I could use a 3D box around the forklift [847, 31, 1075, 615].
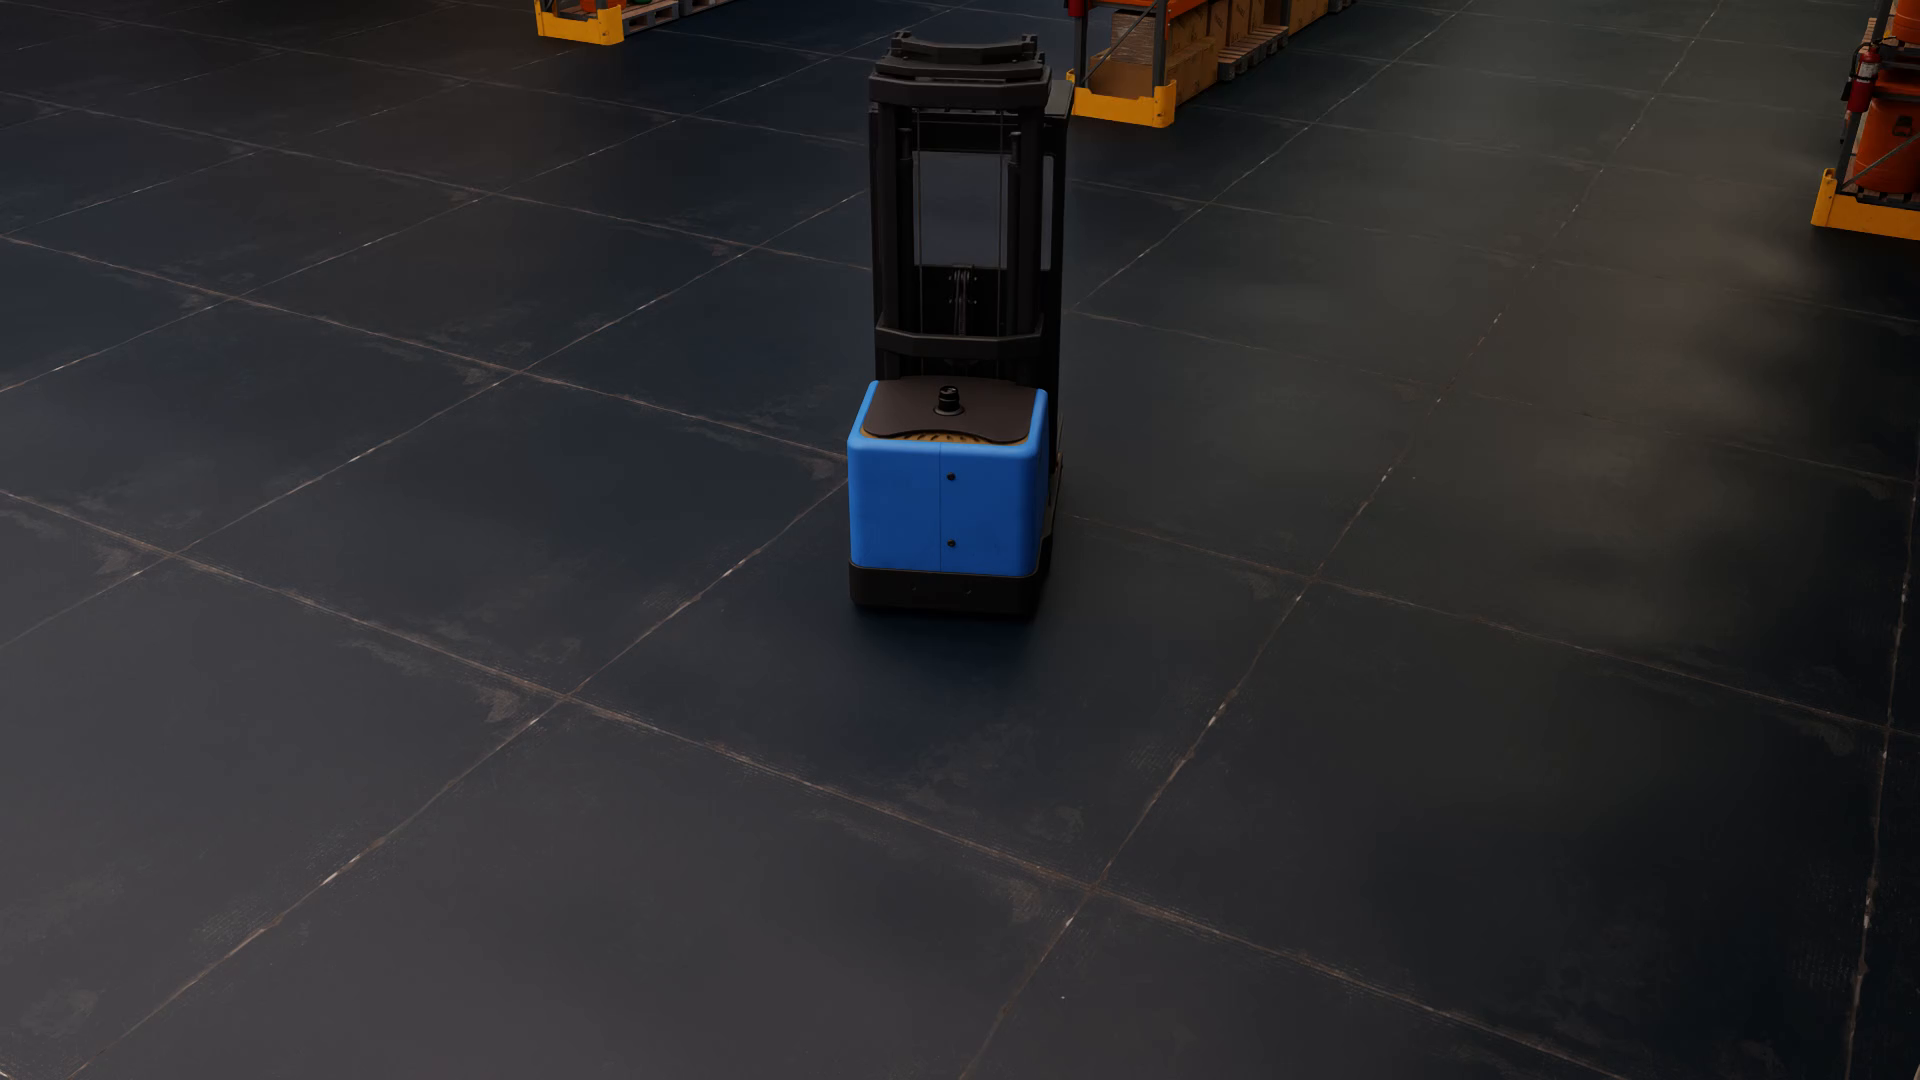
[{"bbox_3d":[0.072,-1.572,9.794,1.130,2.935,3.031,3,30,6],"label":"forklift"}]
